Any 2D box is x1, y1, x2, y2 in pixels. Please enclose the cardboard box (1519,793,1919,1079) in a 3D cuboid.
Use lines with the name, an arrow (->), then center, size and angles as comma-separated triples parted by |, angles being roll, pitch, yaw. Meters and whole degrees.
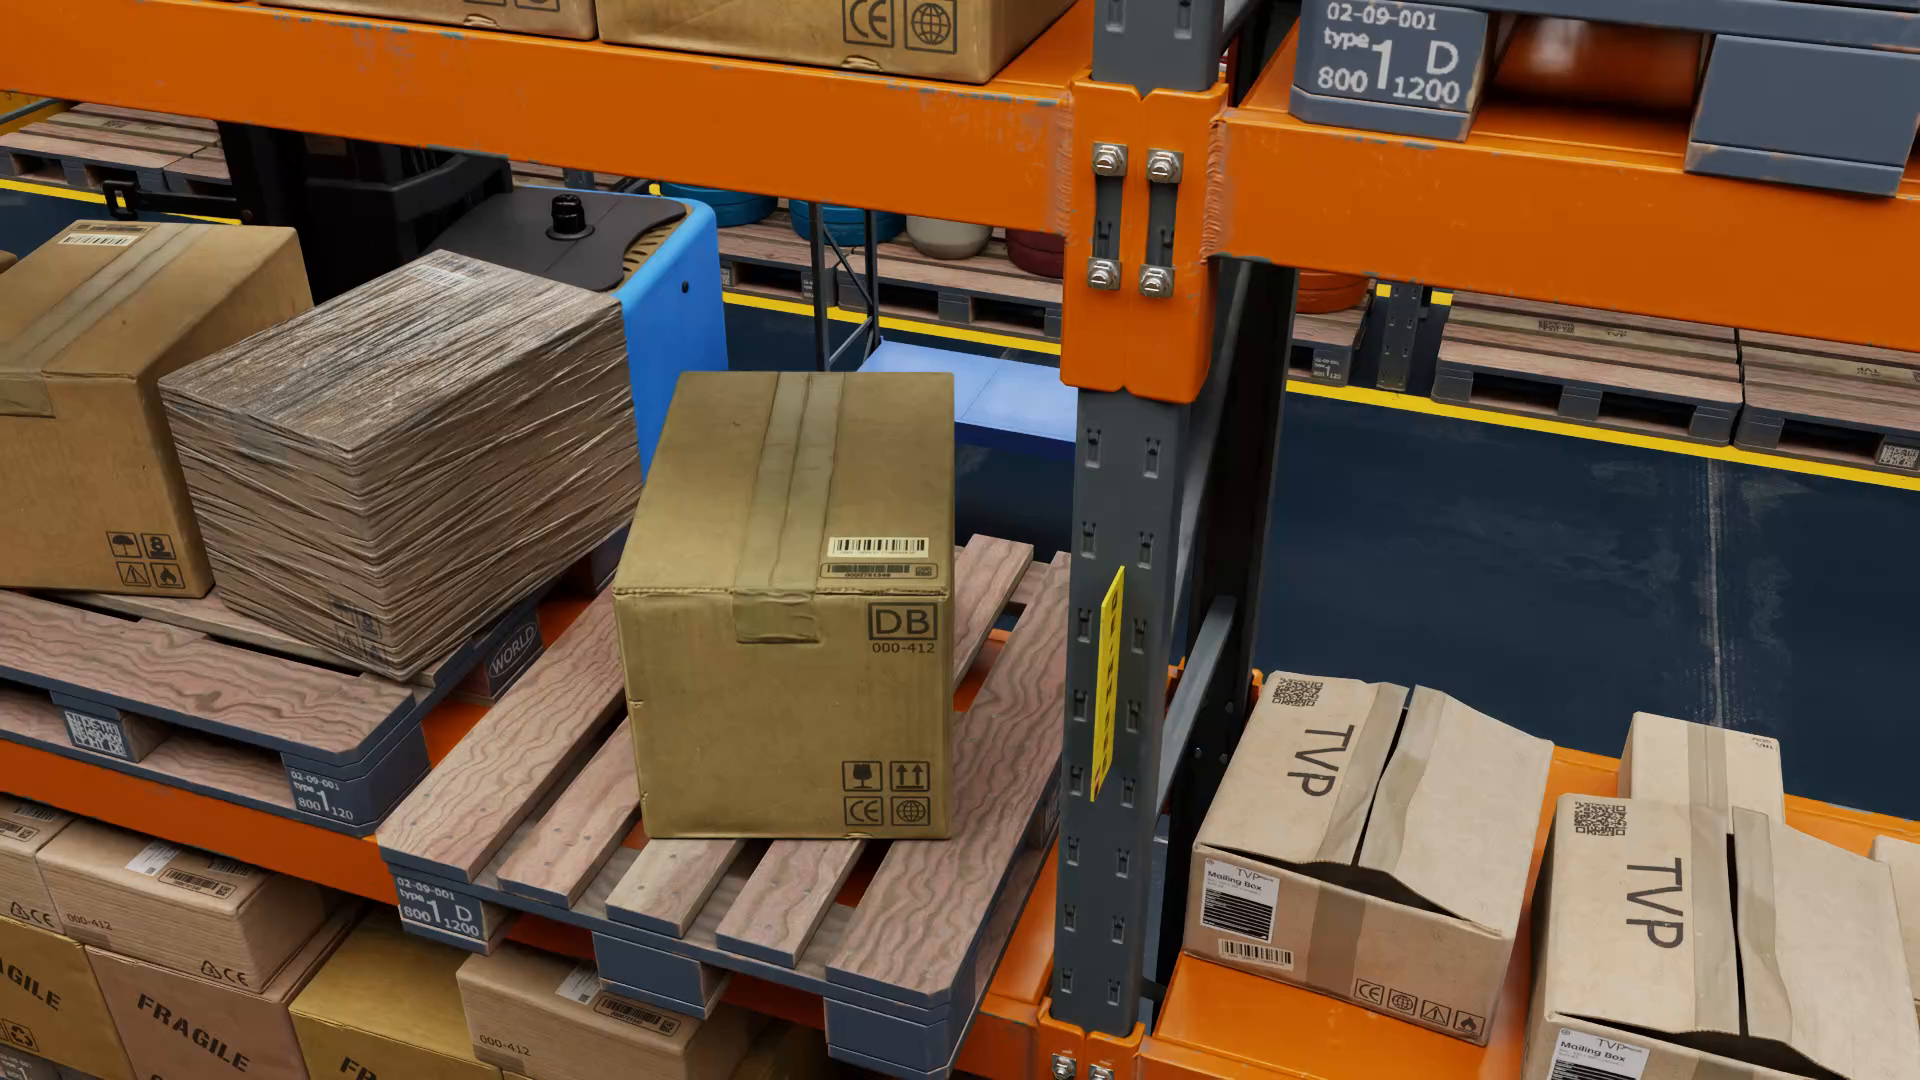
cardboard box -> 1.146, 0.667, 2.534 | 0.500, 0.311, 0.500 | 11, 34, 16

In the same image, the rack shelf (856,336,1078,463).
rack shelf -> 0.080, -0.463, 5.917 | 1.000, 0.185, 0.538 | 11, 34, 16

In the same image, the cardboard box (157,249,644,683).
cardboard box -> -1.058, -0.174, 3.275 | 0.500, 0.500, 0.700 | 18, 37, 25

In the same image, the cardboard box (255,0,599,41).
cardboard box -> -0.533, -1.091, 2.317 | 0.500, 0.500, 0.910 | 11, 34, 16

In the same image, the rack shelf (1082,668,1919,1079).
rack shelf -> 2.252, 1.035, 2.545 | 4.000, 0.370, 1.077 | 11, 34, 16

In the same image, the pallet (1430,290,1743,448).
pallet -> 2.760, -0.829, 7.339 | 1.213, 0.211, 1.003 | 11, 34, 16

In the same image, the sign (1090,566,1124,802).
sign -> 0.195, 0.192, 2.192 | 0.005, 0.325, 0.100 | 11, 34, 16

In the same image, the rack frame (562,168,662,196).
rack frame -> -1.722, -2.894, 7.967 | 0.127, 3.000, 1.000 | 11, 34, 16

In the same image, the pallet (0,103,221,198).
pallet -> -4.724, -2.284, 9.592 | 1.213, 0.211, 1.003 | 11, 34, 16

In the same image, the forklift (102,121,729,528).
forklift -> -2.474, -1.527, 5.913 | 3.031, 2.935, 1.130 | 7, 33, 10

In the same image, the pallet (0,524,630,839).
pallet -> -1.463, 0.094, 3.516 | 1.213, 0.211, 1.003 | 11, 34, 16

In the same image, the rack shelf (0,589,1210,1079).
rack shelf -> -1.514, 0.303, 3.679 | 4.000, 0.370, 1.077 | 11, 34, 16

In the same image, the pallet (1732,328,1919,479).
pallet -> 3.904, -0.605, 6.992 | 1.213, 0.211, 1.003 | 11, 34, 16

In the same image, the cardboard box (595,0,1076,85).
cardboard box -> -0.053, -0.998, 2.173 | 0.500, 0.500, 0.910 | 11, 34, 16

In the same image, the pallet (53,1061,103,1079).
pallet -> -1.466, 1.158, 4.262 | 1.213, 0.211, 1.003 | 11, 34, 16

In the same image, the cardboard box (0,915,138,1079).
cardboard box -> -2.050, 0.900, 3.989 | 0.500, 0.500, 0.500 | 11, 35, 17

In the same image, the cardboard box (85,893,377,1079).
cardboard box -> -1.574, 0.993, 3.845 | 0.500, 0.500, 0.500 | 10, 34, 15

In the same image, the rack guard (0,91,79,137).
rack guard -> -5.514, -2.573, 9.775 | 0.348, 0.500, 1.175 | 11, 34, 16

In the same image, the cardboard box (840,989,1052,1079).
cardboard box -> 0.037, 1.003, 3.830 | 0.500, 0.500, 0.500 | 12, 35, 18

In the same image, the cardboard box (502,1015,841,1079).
cardboard box -> -0.591, 1.181, 3.555 | 0.500, 0.500, 0.500 | 12, 35, 18

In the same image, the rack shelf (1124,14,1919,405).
rack shelf -> 2.252, -0.225, 1.731 | 4.000, 0.370, 1.077 | 11, 34, 16

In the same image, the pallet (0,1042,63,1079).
pallet -> -2.618, 0.936, 4.606 | 1.213, 0.211, 1.003 | 11, 34, 16

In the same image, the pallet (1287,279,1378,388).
pallet -> 1.287, -1.113, 7.780 | 1.213, 0.211, 1.003 | 11, 34, 16

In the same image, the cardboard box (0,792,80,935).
cardboard box -> -2.082, 0.581, 3.792 | 0.500, 0.250, 0.500 | 11, 34, 17

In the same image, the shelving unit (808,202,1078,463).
shelving unit -> 0.080, -0.614, 5.819 | 1.048, 1.500, 0.538 | 11, 34, 16

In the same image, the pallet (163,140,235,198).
pallet -> -3.580, -2.059, 9.245 | 1.213, 0.211, 1.003 | 11, 34, 16

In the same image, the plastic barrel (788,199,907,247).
plastic barrel -> -0.549, -1.951, 8.054 | 0.708, 0.901, 0.600 | 11, 34, 16

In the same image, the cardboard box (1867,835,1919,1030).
cardboard box -> 1.588, 0.677, 2.668 | 0.250, 0.149, 0.380 | 14, 35, 20

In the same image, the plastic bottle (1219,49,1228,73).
plastic bottle -> 1.107, -2.025, 6.804 | 0.097, 0.201, 0.097 | 0, 33, 0

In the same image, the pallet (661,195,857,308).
pallet -> -1.010, -1.560, 8.471 | 1.213, 0.211, 1.003 | 11, 34, 16

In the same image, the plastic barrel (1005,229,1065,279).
plastic barrel -> 0.514, -1.613, 7.818 | 0.708, 0.588, 0.600 | 11, 34, 16

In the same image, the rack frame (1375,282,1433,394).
rack frame -> 2.044, -2.162, 6.833 | 0.127, 3.000, 1.000 | 11, 34, 16

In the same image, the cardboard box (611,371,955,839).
cardboard box -> -0.262, 0.091, 2.865 | 0.500, 0.500, 0.700 | 0, 33, 0

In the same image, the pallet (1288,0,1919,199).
pallet -> 1.038, -0.736, 2.033 | 1.003, 0.211, 1.213 | 13, 35, 19

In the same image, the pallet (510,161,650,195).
pallet -> -2.427, -1.837, 8.901 | 1.213, 0.211, 1.003 | 11, 34, 16

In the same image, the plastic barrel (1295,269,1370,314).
plastic barrel -> 1.577, -1.507, 7.433 | 0.708, 0.830, 0.600 | 11, 34, 16

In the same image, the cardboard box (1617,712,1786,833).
cardboard box -> 1.309, 0.496, 2.948 | 0.250, 0.149, 0.380 | 11, 34, 16

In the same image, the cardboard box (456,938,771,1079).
cardboard box -> -0.645, 0.858, 3.364 | 0.500, 0.250, 0.500 | 12, 35, 18

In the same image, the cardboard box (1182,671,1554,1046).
cardboard box -> 0.697, 0.493, 2.803 | 0.500, 0.311, 0.500 | 13, 35, 19

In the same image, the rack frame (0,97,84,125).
rack frame -> -5.487, -3.626, 9.100 | 0.127, 3.000, 1.000 | 11, 34, 16

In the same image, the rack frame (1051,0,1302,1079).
rack frame -> 0.368, 0.368, 2.914 | 0.053, 2.616, 0.949 | 11, 34, 16

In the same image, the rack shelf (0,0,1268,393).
rack shelf -> -1.514, -0.957, 2.865 | 4.000, 0.370, 1.077 | 11, 34, 16

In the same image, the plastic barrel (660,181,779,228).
plastic barrel -> -1.216, -2.080, 8.254 | 0.708, 0.901, 0.600 | 11, 34, 16

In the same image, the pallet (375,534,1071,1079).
pallet -> -0.293, 0.359, 3.105 | 1.003, 0.211, 1.213 | 11, 34, 16

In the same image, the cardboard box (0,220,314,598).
cardboard box -> -1.713, -0.292, 3.457 | 0.500, 0.500, 0.700 | 3, 33, 4

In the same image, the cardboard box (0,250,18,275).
cardboard box -> -2.357, -0.289, 3.453 | 0.500, 0.500, 0.700 | 17, 36, 24

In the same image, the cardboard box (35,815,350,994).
cardboard box -> -1.610, 0.673, 3.651 | 0.500, 0.250, 0.500 | 10, 34, 16

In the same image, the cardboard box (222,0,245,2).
cardboard box -> -1.023, -1.187, 2.465 | 0.500, 0.500, 0.910 | 11, 34, 16

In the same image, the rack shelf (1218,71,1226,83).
rack shelf -> 0.161, -2.226, 7.595 | 4.000, 0.370, 1.077 | 11, 34, 16

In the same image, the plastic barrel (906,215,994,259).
plastic barrel -> -0.048, -1.638, 7.928 | 0.421, 0.512, 0.421 | 0, 33, 0

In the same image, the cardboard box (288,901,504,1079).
cardboard box -> -1.078, 1.086, 3.702 | 0.500, 0.500, 0.500 | 10, 34, 15

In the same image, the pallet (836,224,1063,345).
pallet -> 0.143, -1.337, 8.127 | 1.213, 0.211, 1.003 | 11, 34, 16

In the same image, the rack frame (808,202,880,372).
rack frame -> -0.398, -0.708, 5.963 | 0.032, 1.500, 0.500 | 11, 34, 16
